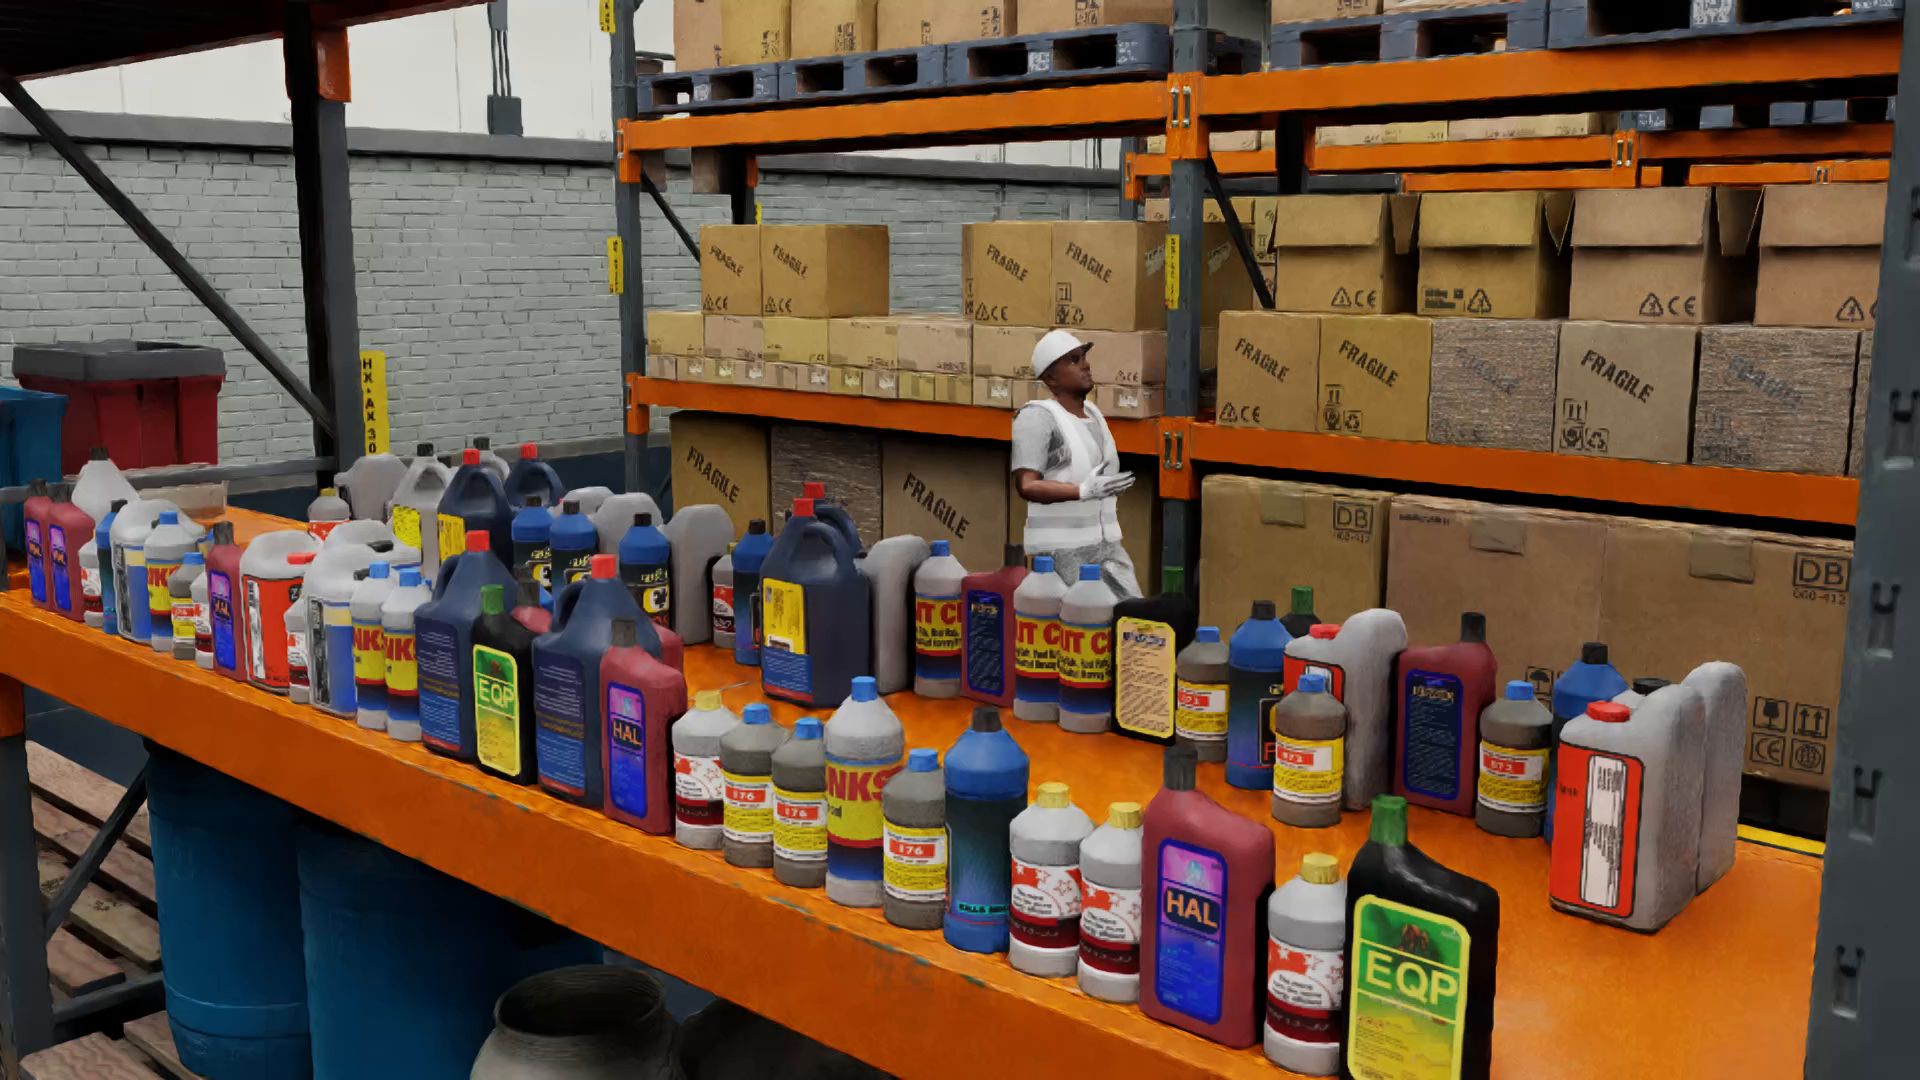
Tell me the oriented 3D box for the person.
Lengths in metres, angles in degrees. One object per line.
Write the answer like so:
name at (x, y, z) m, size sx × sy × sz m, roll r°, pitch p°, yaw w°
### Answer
person at (0.480, 0.059, 6.710) m, size 0.685 × 1.788 × 0.656 m, roll 10°, pitch 14°, yaw 43°
